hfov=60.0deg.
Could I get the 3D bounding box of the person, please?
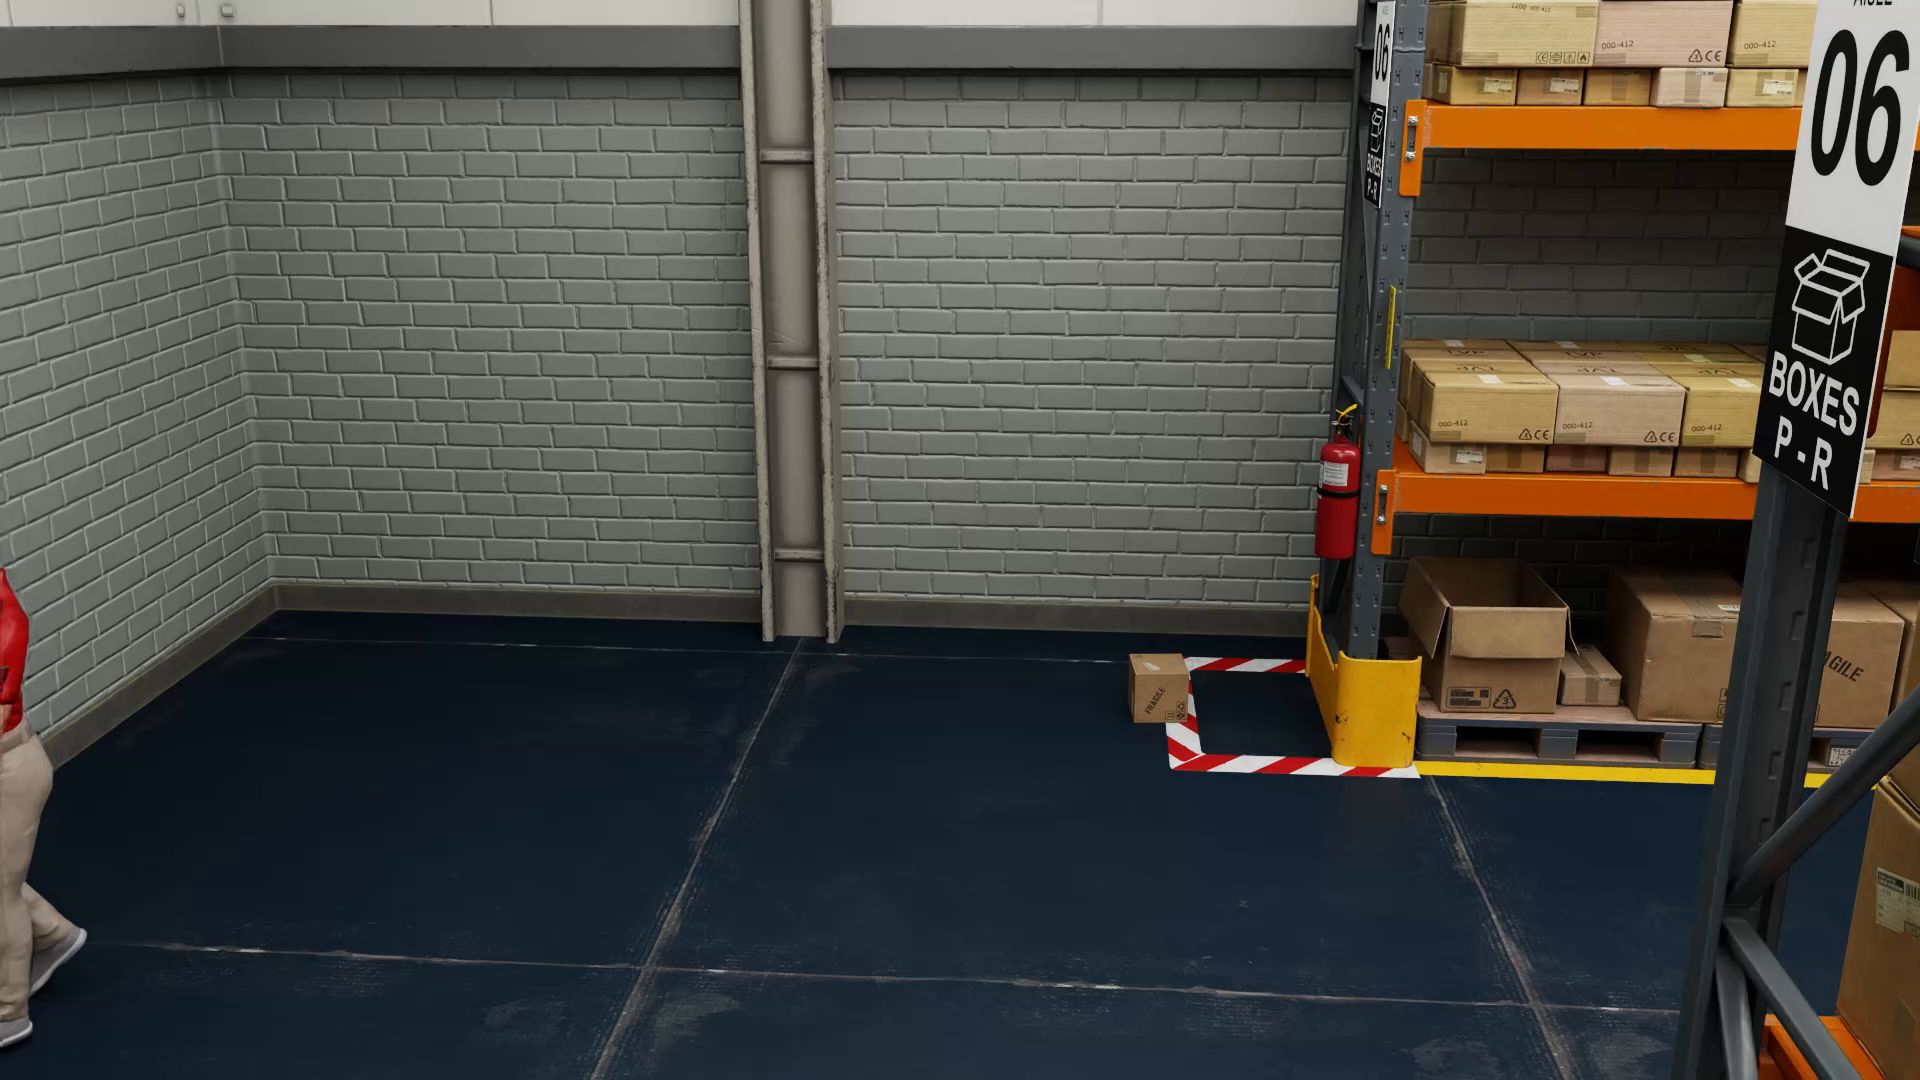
[{"bbox_3d":[-3.073,0.759,5.131,0.556,1.741,0.559,-13,22,-36],"label":"person"}]
